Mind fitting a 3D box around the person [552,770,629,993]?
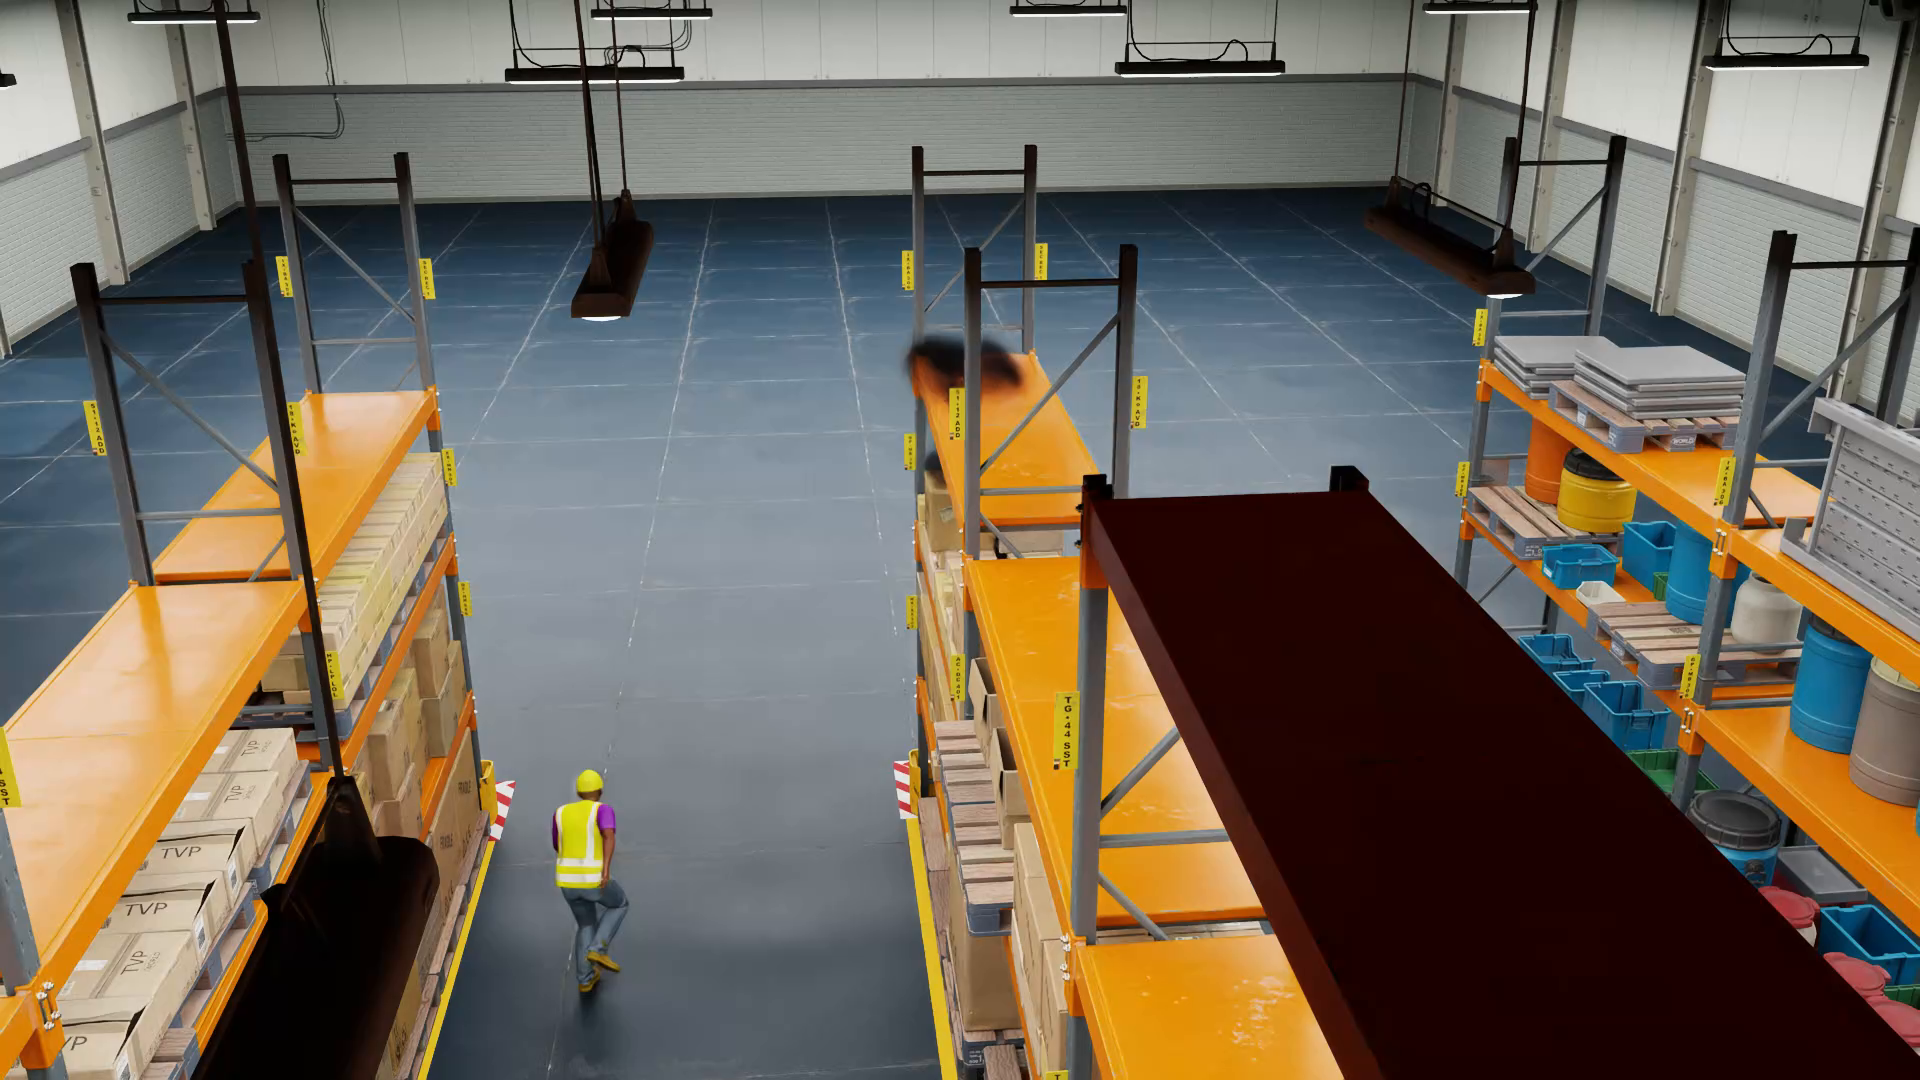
[{"bbox_3d":[-2.872,2.614,12.927,0.738,1.526,0.985,6,22,14],"label":"person"}]
